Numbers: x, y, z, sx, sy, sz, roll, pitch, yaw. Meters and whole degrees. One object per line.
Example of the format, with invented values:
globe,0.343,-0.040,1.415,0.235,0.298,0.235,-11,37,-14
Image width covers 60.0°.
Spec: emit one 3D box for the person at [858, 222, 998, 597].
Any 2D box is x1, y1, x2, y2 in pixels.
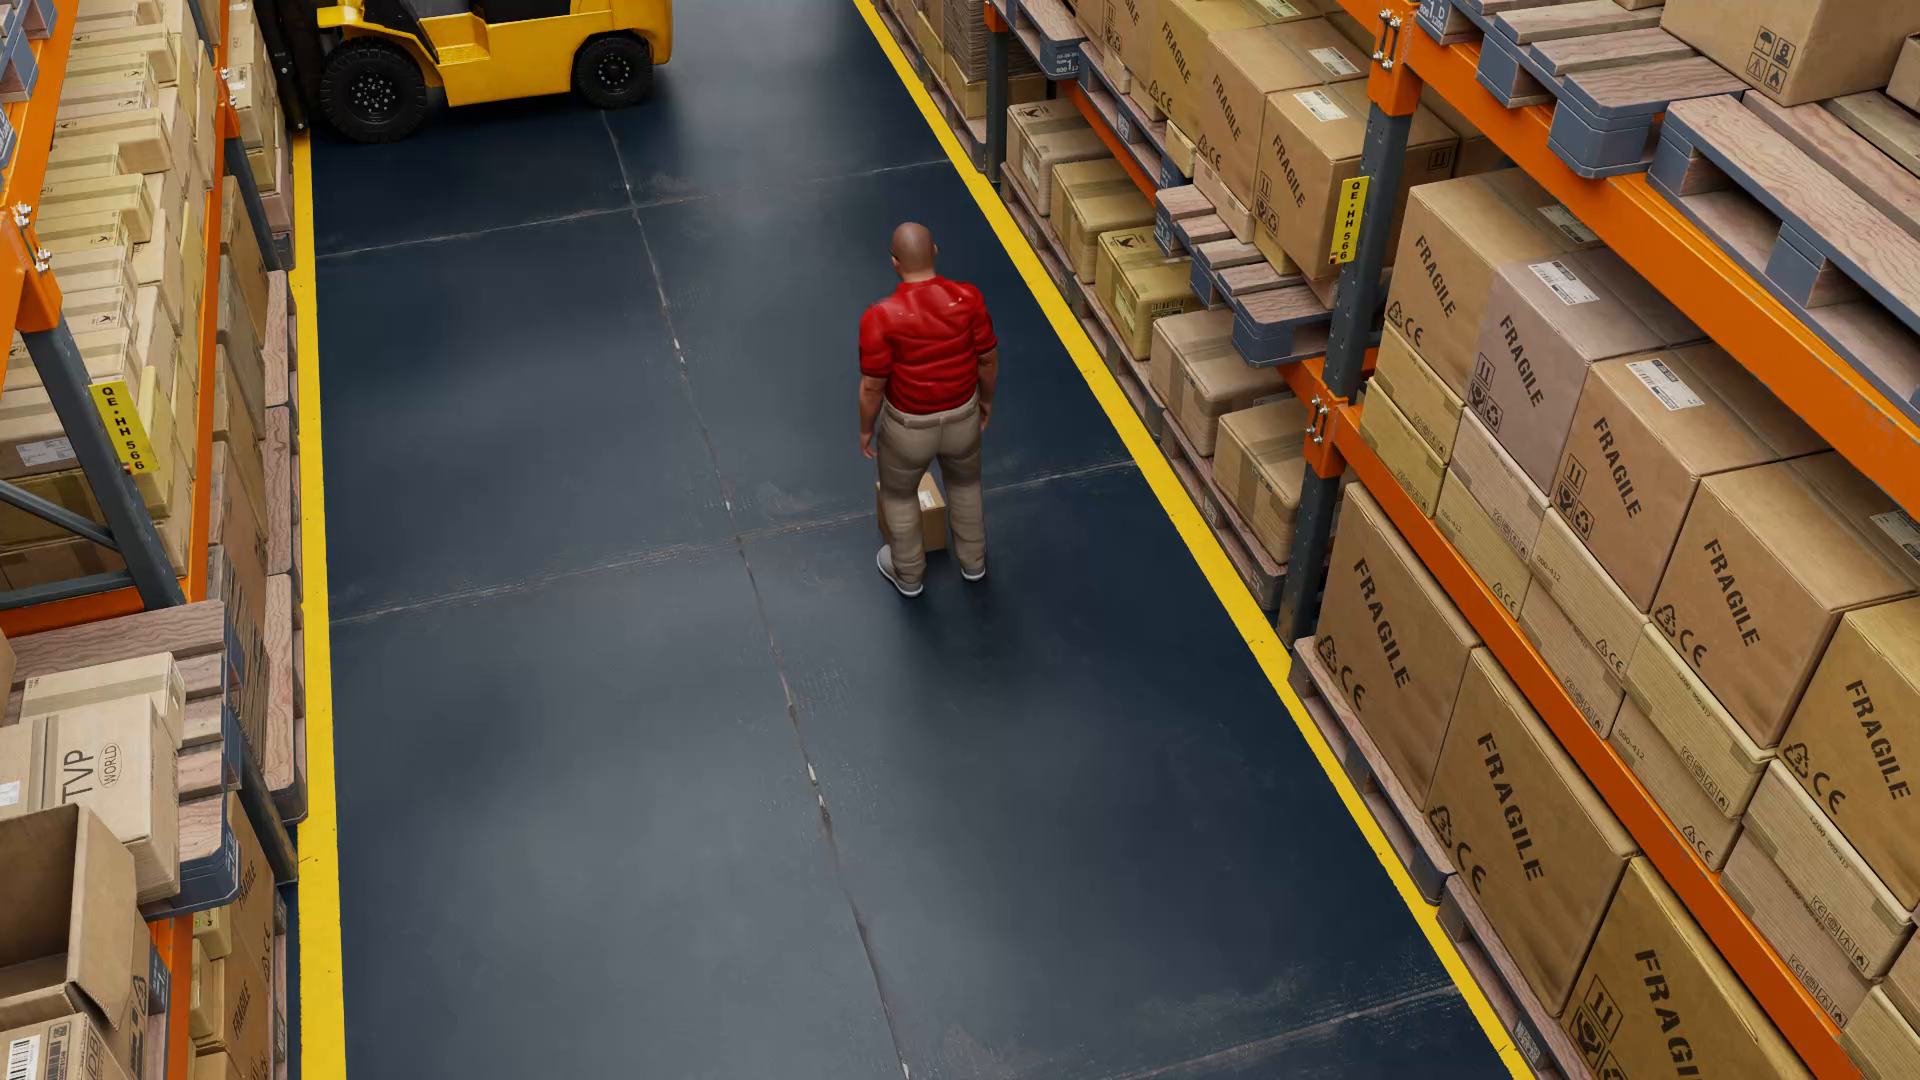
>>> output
person,-0.133,-0.496,6.723,0.589,1.725,0.392,-14,44,-15
